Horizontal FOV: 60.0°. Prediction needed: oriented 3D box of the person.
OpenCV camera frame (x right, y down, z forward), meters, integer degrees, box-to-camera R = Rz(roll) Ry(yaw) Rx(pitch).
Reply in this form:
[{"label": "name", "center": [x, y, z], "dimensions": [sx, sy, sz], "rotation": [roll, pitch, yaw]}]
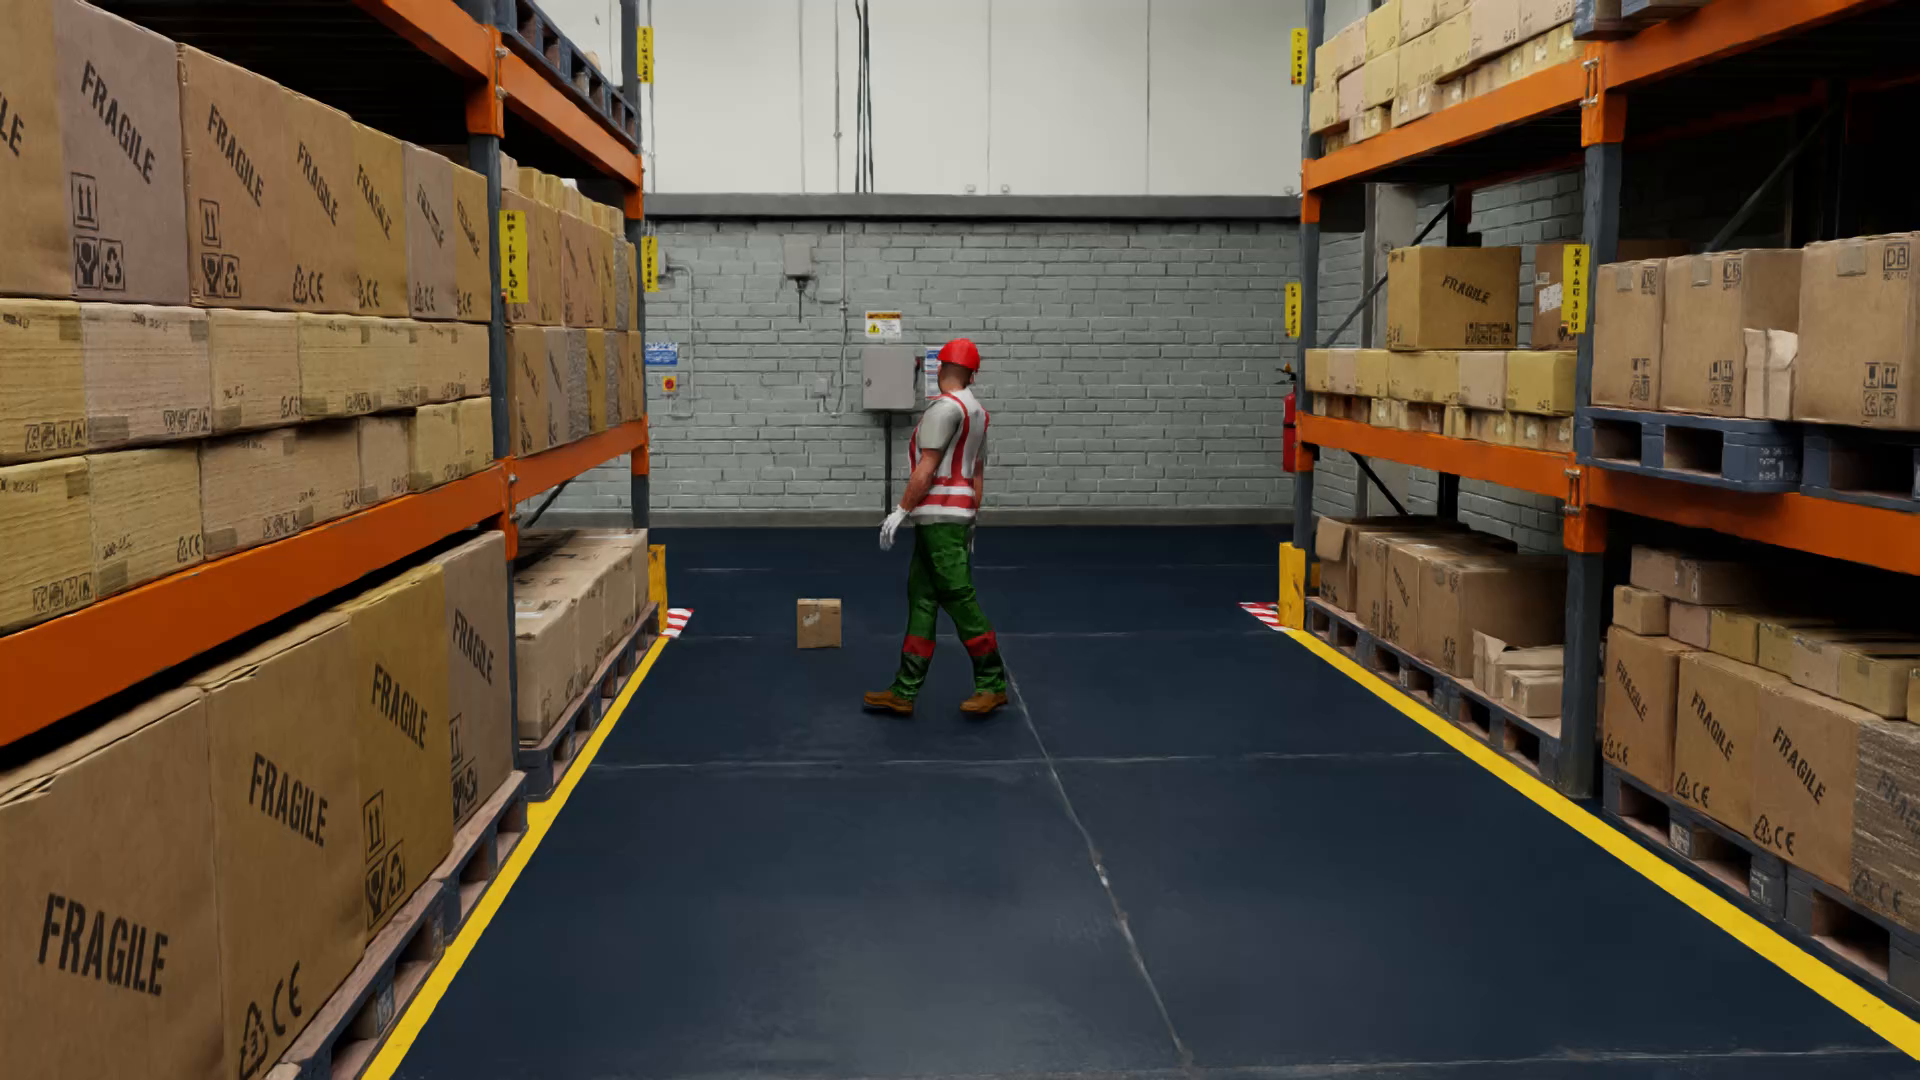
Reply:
[{"label": "person", "center": [-0.114, -0.072, 7.823], "dimensions": [0.690, 1.752, 0.594], "rotation": [1, 7, 7]}]
